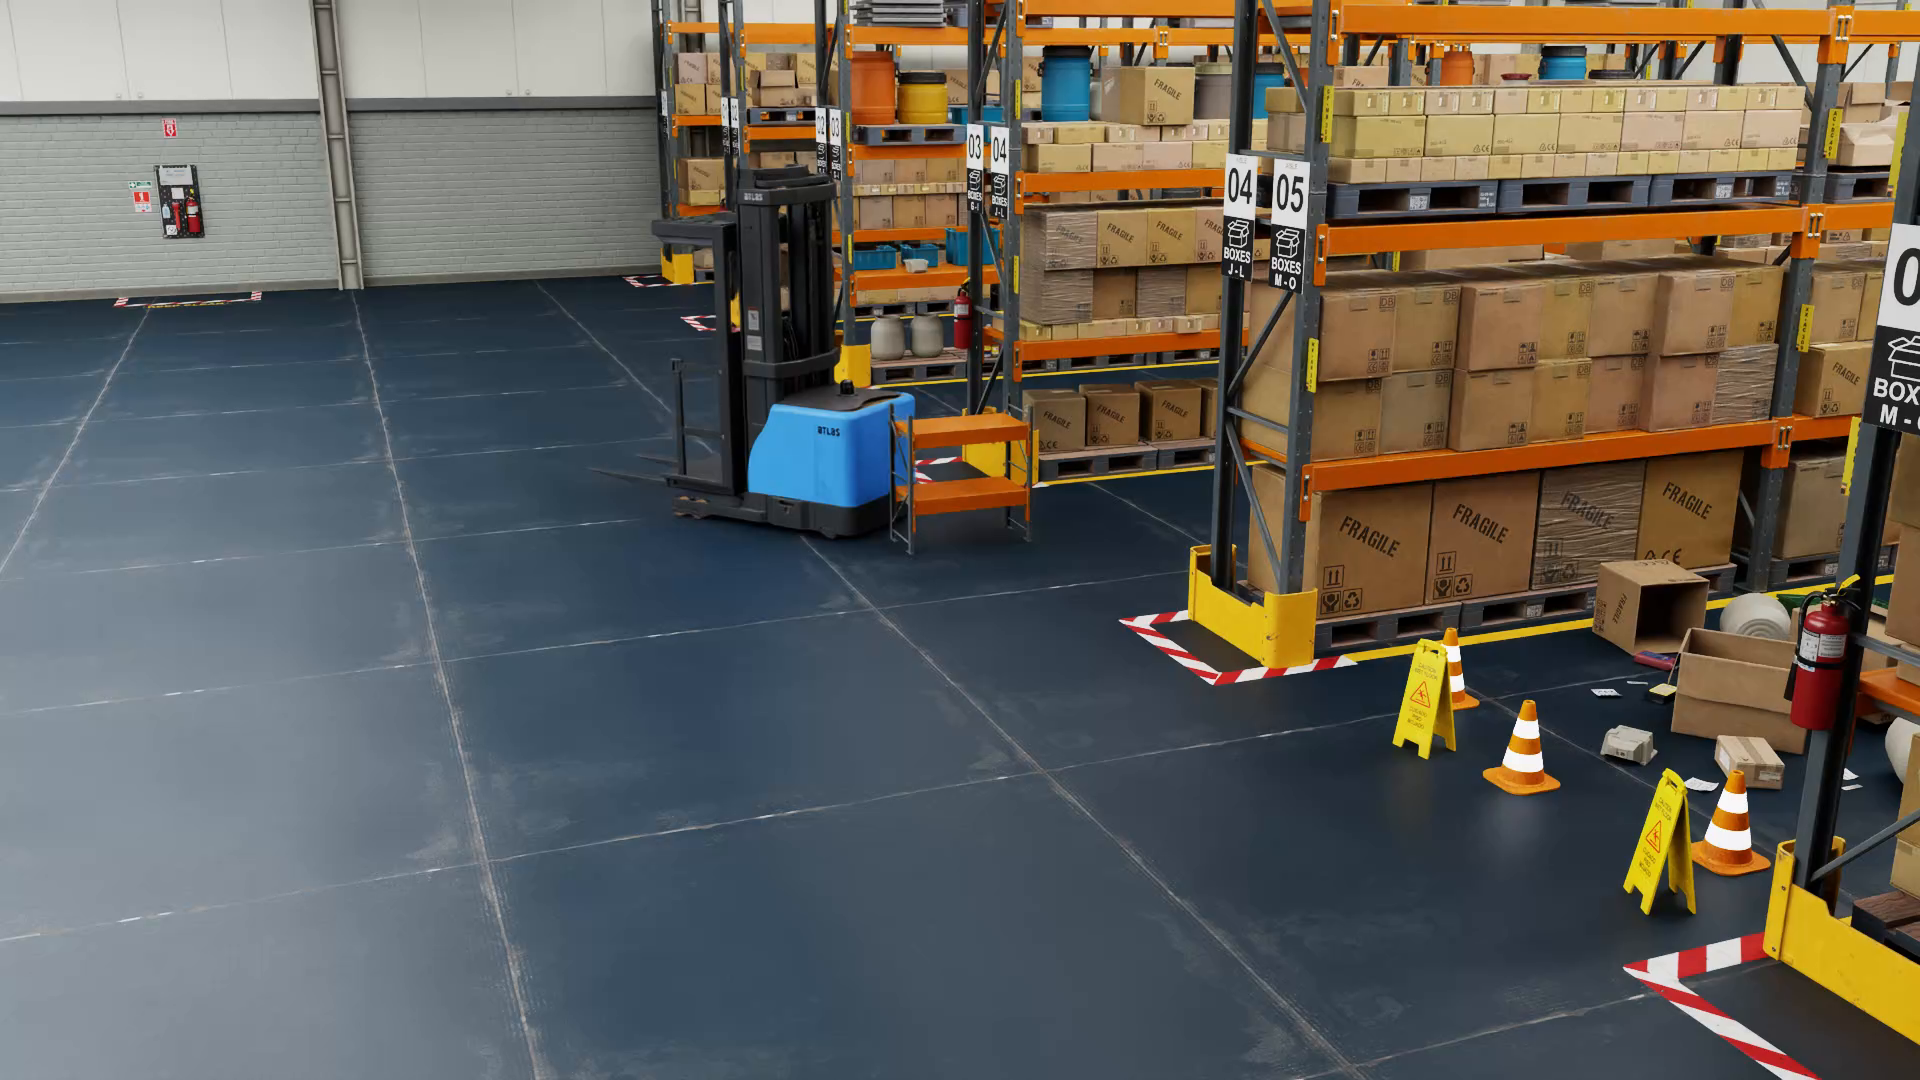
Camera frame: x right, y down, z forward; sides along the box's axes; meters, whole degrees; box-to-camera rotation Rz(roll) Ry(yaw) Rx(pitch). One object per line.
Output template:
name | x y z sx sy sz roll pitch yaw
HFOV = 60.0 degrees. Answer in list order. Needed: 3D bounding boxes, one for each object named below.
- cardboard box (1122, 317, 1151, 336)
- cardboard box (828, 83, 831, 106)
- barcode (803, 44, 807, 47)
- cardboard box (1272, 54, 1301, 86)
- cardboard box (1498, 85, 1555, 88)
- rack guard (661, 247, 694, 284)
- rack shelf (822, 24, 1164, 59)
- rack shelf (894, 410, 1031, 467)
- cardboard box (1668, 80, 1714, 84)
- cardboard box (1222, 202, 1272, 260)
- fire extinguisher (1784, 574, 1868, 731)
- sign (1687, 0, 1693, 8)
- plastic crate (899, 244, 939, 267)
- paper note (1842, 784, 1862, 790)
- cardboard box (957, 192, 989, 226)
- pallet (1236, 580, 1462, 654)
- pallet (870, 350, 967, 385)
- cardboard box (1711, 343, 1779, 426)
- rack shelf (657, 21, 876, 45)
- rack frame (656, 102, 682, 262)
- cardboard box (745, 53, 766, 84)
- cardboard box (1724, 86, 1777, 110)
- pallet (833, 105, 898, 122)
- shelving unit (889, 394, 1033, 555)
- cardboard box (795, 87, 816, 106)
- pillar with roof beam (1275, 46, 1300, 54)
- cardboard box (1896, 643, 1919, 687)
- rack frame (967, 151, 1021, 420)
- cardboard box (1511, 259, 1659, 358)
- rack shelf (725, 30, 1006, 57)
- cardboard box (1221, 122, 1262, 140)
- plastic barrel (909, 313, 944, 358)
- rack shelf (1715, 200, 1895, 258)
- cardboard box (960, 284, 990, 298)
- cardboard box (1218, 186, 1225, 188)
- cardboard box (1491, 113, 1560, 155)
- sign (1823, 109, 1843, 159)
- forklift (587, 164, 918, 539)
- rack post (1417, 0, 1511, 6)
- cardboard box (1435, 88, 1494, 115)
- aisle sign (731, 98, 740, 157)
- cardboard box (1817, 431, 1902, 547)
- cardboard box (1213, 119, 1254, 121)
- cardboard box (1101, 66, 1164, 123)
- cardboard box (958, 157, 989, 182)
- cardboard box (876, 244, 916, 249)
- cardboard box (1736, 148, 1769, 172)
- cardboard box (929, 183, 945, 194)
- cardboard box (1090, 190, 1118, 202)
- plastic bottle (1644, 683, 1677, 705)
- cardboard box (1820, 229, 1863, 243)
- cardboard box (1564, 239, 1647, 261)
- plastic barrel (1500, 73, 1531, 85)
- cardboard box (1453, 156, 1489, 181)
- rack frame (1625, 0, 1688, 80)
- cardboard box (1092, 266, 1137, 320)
cardboard box | 1.595 -2.029 15.628 0.250 0.149 0.380 -6 17 -20
cardboard box | -2.139 -7.734 29.074 0.500 0.500 0.500 -8 18 -25
barcode | -2.731 -8.724 29.289 0.075 0.075 0.001 -6 17 -20
cardboard box | 5.118 -7.562 26.749 0.500 0.500 0.500 -6 17 -20
cardboard box | 3.836 -3.026 11.363 0.250 0.149 0.380 -6 17 -20
rack guard | -4.944 -4.806 29.076 0.348 0.500 1.175 -6 17 -20
rack shelf | 0.398 -5.934 19.821 4.000 0.370 1.077 -6 17 -20
rack shelf | 0.006 -0.821 13.360 1.000 0.278 0.538 -6 17 -20
cardboard box | 7.417 -4.507 17.235 0.500 0.500 0.500 -6 17 -19
cardboard box | 2.783 -2.943 15.816 0.500 0.500 0.500 -6 17 -20
fire extinguisher | 3.577 0.447 6.889 0.183 0.674 0.296 -6 17 -20
sign | 9.931 -7.234 22.632 0.005 0.325 0.100 -6 17 -20
plastic crate | -0.501 -3.513 20.500 0.408 0.251 0.499 -6 17 -20
paper note | 4.835 1.341 9.015 0.123 0.001 0.032 -6 17 -20
cardboard box | 0.085 -5.099 25.462 0.500 0.500 0.700 -7 18 -22
pallet | 2.702 0.464 11.643 1.213 0.211 1.003 -6 17 -20
pallet | -0.655 -2.153 20.557 1.213 0.211 1.003 -6 17 -20
cardboard box | 5.378 -1.207 12.120 0.550 0.550 0.875 -6 17 -20
rack shelf | -3.147 -8.731 28.641 4.000 0.370 1.077 -6 17 -20
rack frame | -5.015 -5.997 28.698 0.127 3.000 1.000 -6 17 -20
cardboard box | -3.607 -8.041 28.345 0.500 0.500 0.500 -6 17 -19
cardboard box | 5.255 -2.980 11.208 0.250 0.149 0.380 -6 17 -20
pallet | -1.428 -6.280 24.493 1.213 0.211 1.003 -6 17 -20
shelving unit | 0.006 -0.540 13.442 1.048 1.125 0.538 -6 17 -20
cardboard box | -2.258 -6.516 24.412 0.500 0.250 0.500 -6 17 -20
pillar with roof beam | 8.076 -9.251 29.131 0.400 9.000 9.100 -6 17 -20
cardboard box | 4.121 0.546 6.860 0.250 0.149 0.380 -6 17 -18
rack frame | 0.303 -2.088 15.384 0.127 3.000 1.000 -6 17 -20
cardboard box | 4.336 -1.633 11.654 0.550 0.550 0.875 -6 17 -20
rack shelf | -1.371 -7.238 24.260 4.000 0.370 1.077 -6 17 -20
cardboard box | 2.609 -3.807 15.472 0.250 0.149 0.380 -5 17 -17
plastic barrel | -0.414 -2.536 20.579 0.421 0.512 0.421 0 16 0
rack shelf | 7.586 -2.472 12.644 4.000 0.370 1.077 -6 17 -20
cardboard box | 0.142 -3.876 25.607 0.500 0.250 0.500 -6 17 -20
cardboard box | 5.014 -6.893 32.156 0.250 0.149 0.380 -6 17 -20
cardboard box | 3.470 -2.616 10.674 0.500 0.250 0.500 -6 18 -21
sign | 5.918 -2.755 11.275 0.005 0.325 0.100 -6 17 -20
forklift | -1.893 -1.702 14.191 3.031 2.935 1.130 9 19 29
rack post | 6.663 -7.123 22.019 0.937 0.300 0.954 -6 17 -20
cardboard box | 3.118 -2.749 10.421 0.250 0.149 0.380 -6 17 -19
aisle sign | -3.190 -5.855 23.597 0.004 0.787 0.394 -6 17 -20
cardboard box | 7.168 -0.480 13.158 0.750 0.750 1.050 -6 17 -20
cardboard box | 2.645 -3.991 16.101 0.250 0.149 0.380 -7 18 -21
cardboard box | 1.660 -4.180 15.594 0.500 0.500 0.500 -6 17 -20
cardboard box | 0.085 -5.722 25.279 0.500 0.500 0.700 -6 17 -20
cardboard box | -0.982 -4.275 25.635 0.500 0.500 0.500 -6 17 -20
cardboard box | 5.257 -2.598 11.320 0.250 0.149 0.380 -6 17 -19
cardboard box | -0.401 -5.295 24.977 0.250 0.149 0.380 -6 17 -20
cardboard box | 2.179 -5.322 26.222 0.500 0.500 0.500 -6 17 -20
plastic bottle | 4.362 0.942 10.281 0.283 0.061 0.133 -14 21 -39
cardboard box | 9.695 -3.627 18.669 0.637 0.503 0.797 -6 17 -18
cardboard box | 6.798 -2.996 17.555 0.500 0.500 0.700 -4 17 -12
plastic barrel | 7.602 -6.122 22.811 0.433 0.535 0.433 0 16 0
cardboard box | 3.126 -2.368 10.536 0.250 0.149 0.380 -6 17 -20
rack frame | 9.736 -7.479 23.096 0.127 3.000 1.000 -6 17 -20
cardboard box | 1.250 -2.409 15.771 0.500 0.500 0.875 -6 17 -20
